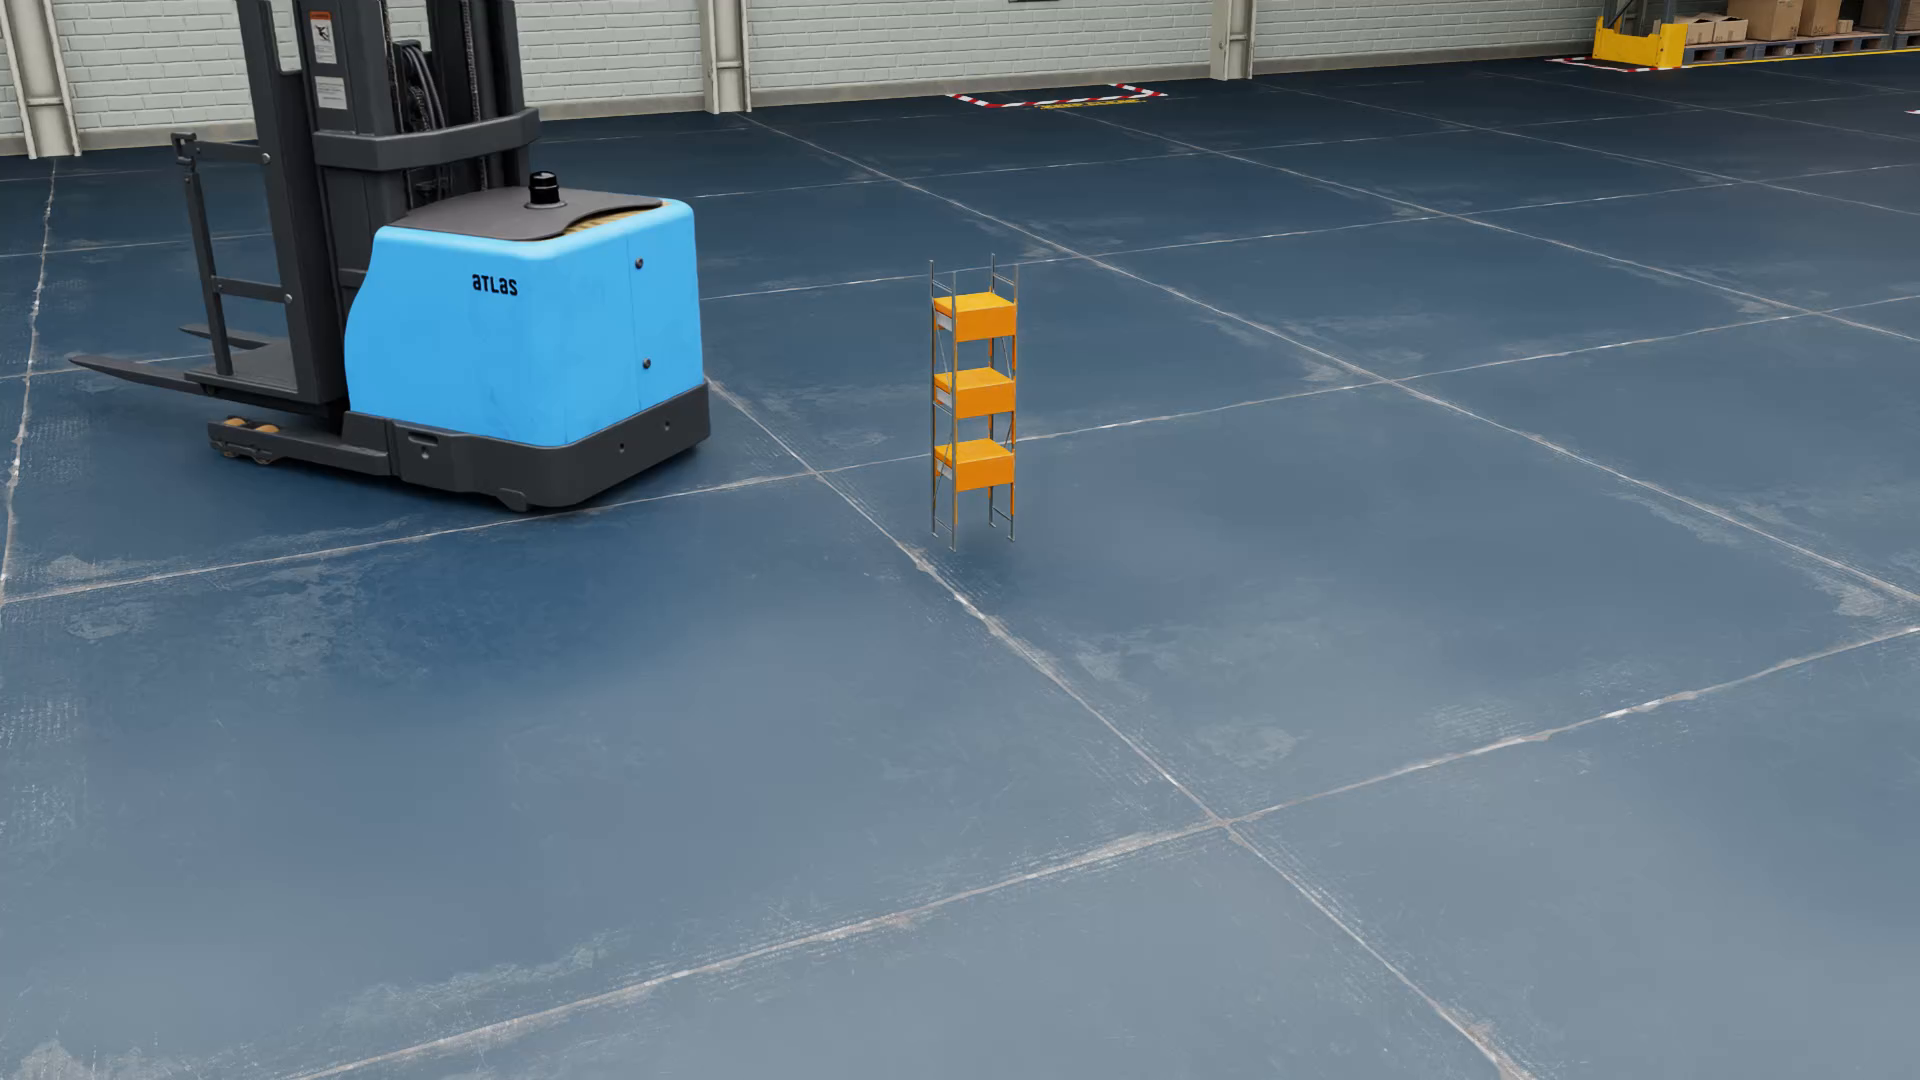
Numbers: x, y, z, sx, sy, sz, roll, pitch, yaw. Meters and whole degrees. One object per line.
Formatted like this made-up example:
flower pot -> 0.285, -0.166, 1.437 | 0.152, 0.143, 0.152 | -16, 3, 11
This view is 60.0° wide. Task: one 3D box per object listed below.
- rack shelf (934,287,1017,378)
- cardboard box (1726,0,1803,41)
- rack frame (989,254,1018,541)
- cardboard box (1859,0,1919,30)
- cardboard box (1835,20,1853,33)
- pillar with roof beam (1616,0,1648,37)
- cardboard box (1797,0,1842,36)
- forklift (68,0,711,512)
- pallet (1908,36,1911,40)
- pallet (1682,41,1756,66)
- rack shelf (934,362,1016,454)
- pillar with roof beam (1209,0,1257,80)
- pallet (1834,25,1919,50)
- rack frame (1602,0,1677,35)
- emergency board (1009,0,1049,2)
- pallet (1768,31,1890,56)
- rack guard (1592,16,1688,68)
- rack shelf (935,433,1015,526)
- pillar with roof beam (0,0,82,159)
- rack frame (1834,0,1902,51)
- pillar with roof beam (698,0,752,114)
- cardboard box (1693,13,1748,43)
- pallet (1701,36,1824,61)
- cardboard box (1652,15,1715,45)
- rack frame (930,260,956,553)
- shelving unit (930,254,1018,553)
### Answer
rack shelf -> 0.048, -0.746, 5.966 | 0.240, 0.259, 0.215 | -10, 25, -24
cardboard box -> 10.100, -6.581, 20.919 | 0.500, 0.500, 0.700 | -12, 25, -27
rack frame -> 0.158, -0.514, 6.120 | 0.008, 1.050, 0.200 | -10, 25, -24
cardboard box -> 12.501, -7.089, 22.148 | 0.500, 0.500, 0.700 | -10, 24, -22
cardboard box -> 11.376, -6.708, 21.663 | 0.250, 0.166, 0.380 | -14, 26, -30
pillar with roof beam -> 10.364, -8.952, 16.111 | 0.400, 9.000, 9.100 | -10, 25, -24
cardboard box -> 10.928, -6.776, 21.390 | 0.500, 0.500, 0.500 | -12, 26, -28
forklift -> -2.624, -1.838, 6.859 | 3.031, 2.935, 1.130 | 11, 25, 25
pallet -> 13.647, -6.958, 22.784 | 1.213, 0.211, 1.003 | -10, 25, -24
pallet -> 9.057, -6.096, 20.702 | 1.213, 0.211, 1.003 | -10, 25, -24
rack shelf -> 0.048, -0.484, 6.075 | 0.240, 0.259, 0.215 | -10, 25, -24
pillar with roof beam -> 4.958, -7.957, 13.707 | 0.400, 9.000, 9.100 | -10, 25, -24
pallet -> 12.546, -6.754, 22.292 | 1.213, 0.211, 1.003 | -10, 25, -24
rack frame -> 8.241, -7.250, 19.842 | 0.127, 3.000, 1.000 | -10, 25, -24
emergency board -> 0.831, -6.277, 17.492 | 0.626, 1.169, 0.157 | -10, 25, -24
pallet -> 11.256, -6.501, 21.680 | 1.213, 0.211, 1.003 | -10, 25, -24
rack guard -> 8.310, -6.107, 20.351 | 0.348, 0.500, 1.175 | -10, 25, -24
rack shelf -> 0.048, -0.227, 6.181 | 0.240, 0.259, 0.215 | -10, 25, -24
pillar with roof beam -> -5.855, -5.966, 8.898 | 0.400, 9.000, 9.100 | -10, 25, -24
rack frame -> 11.845, -7.913, 21.445 | 0.127, 3.000, 1.000 | -10, 25, -24
pillar with roof beam -> -0.449, -6.962, 11.303 | 0.400, 9.000, 9.100 | -10, 25, -24
cardboard box -> 9.417, -6.389, 20.703 | 0.500, 0.311, 0.500 | -8, 24, -19
pallet -> 10.155, -6.297, 21.187 | 1.213, 0.211, 1.003 | -10, 25, -24
cardboard box -> 8.904, -6.294, 20.475 | 0.500, 0.311, 0.500 | -14, 26, -30
rack frame -> -0.062, -0.474, 6.022 | 0.008, 1.050, 0.200 | -10, 25, -24
shelving unit -> 0.048, -0.494, 6.071 | 0.252, 1.050, 0.215 | -10, 25, -24
